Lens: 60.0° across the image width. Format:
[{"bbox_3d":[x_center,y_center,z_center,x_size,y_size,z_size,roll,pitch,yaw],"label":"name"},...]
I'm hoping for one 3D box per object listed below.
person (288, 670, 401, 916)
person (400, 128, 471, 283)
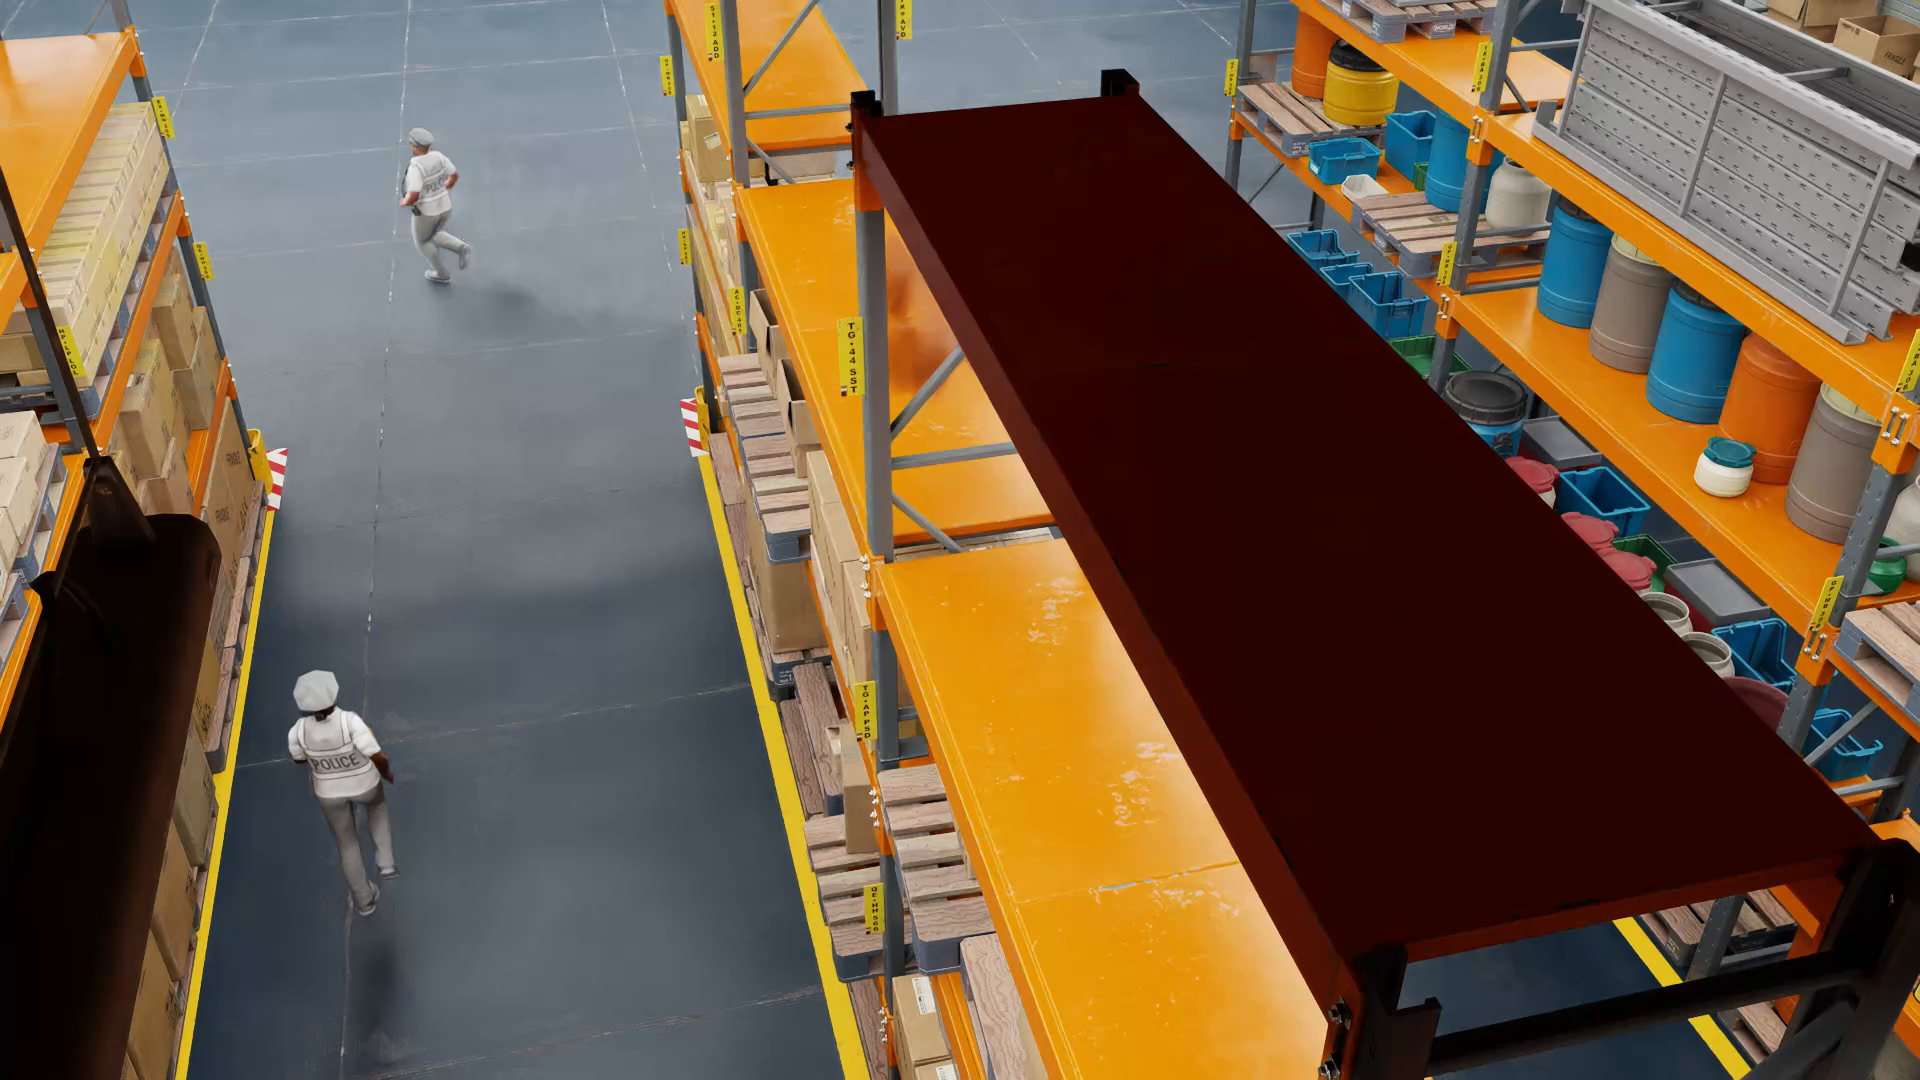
[{"bbox_3d":[-3.653,1.467,9.977,0.548,1.753,0.664,-10,36,-14],"label":"person"},{"bbox_3d":[-5.652,-3.558,17.766,0.591,1.730,0.678,14,37,20],"label":"person"}]
